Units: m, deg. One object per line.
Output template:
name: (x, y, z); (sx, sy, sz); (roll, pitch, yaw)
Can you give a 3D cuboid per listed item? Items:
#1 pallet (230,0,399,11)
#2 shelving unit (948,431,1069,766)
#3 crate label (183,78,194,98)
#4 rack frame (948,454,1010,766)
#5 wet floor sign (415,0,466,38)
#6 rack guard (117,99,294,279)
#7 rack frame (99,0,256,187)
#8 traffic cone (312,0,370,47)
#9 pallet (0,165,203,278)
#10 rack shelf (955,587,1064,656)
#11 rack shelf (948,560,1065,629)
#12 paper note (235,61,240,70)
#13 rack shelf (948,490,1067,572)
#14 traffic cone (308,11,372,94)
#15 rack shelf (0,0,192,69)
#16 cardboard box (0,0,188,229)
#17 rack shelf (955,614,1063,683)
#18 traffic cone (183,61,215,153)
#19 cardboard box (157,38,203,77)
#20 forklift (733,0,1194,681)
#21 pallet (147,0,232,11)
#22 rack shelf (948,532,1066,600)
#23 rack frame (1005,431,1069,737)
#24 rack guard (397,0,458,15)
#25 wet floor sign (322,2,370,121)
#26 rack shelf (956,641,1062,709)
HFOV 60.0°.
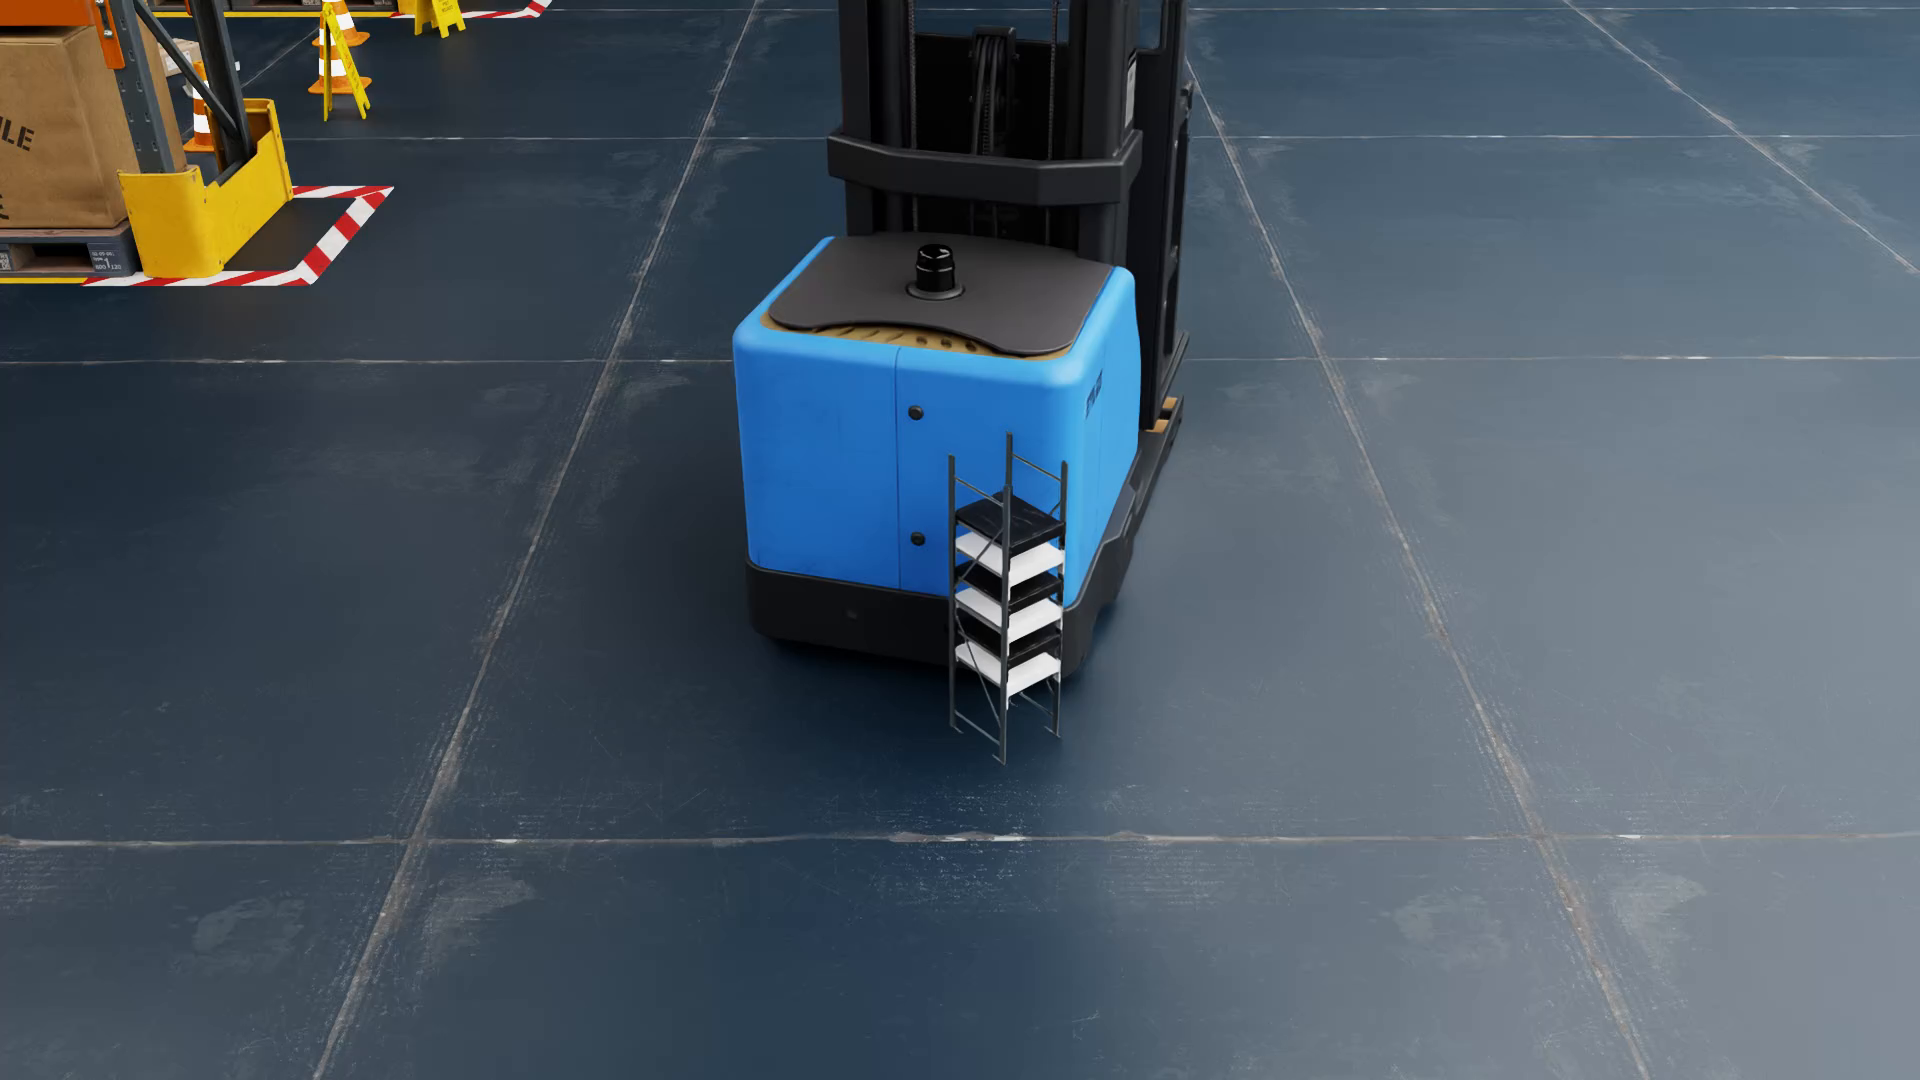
pallet: (-4.704, -4.198, 12.465); (1.213, 0.211, 1.003); (0, 31, 0)
shelving unit: (0.127, 0.171, 4.600); (0.210, 0.900, 0.258); (-24, 38, -33)
crate label: (-4.676, -2.871, 10.349); (0.298, 0.136, 0.250); (-17, 35, -26)
rack frame: (0.049, 0.205, 4.545); (0.006, 0.900, 0.240); (-24, 38, -33)
wet floor sign: (-3.619, -3.813, 11.413); (0.232, 0.644, 0.267); (10, 33, 17)
rack guard: (-3.660, -1.738, 8.133); (0.348, 0.500, 1.175); (0, 31, 0)
rack frame: (-3.684, -2.807, 7.485); (0.127, 3.000, 1.000); (0, 31, 0)
traffic cone: (-4.237, -3.619, 11.269); (0.334, 0.463, 0.336); (0, 31, 0)
pallet: (-4.483, -1.572, 8.137); (1.213, 0.211, 1.003); (0, 31, 0)
rack shelf: (0.127, 0.199, 4.618); (0.200, 0.077, 0.258); (-24, 38, -33)
rack shelf: (0.127, 0.123, 4.571); (0.200, 0.077, 0.258); (-24, 38, -33)
paper note: (-4.748, -3.069, 10.780); (0.142, 0.019, 0.148); (-11, 33, -17)
rack shelf: (0.127, -0.031, 4.478); (0.200, 0.077, 0.258); (-24, 38, -33)
traffic cone: (-3.891, -3.045, 10.322); (0.334, 0.463, 0.336); (0, 31, 0)
rack shelf: (-5.684, -2.493, 7.661); (4.000, 0.370, 1.077); (0, 31, 0)
cardboard box: (-4.362, -2.042, 7.867); (0.875, 0.875, 0.875); (0, 31, 0)
rack shelf: (0.127, 0.276, 4.664); (0.200, 0.077, 0.258); (-24, 38, -33)
traffic cone: (-4.224, -2.457, 9.354); (0.334, 0.463, 0.336); (0, 31, 0)
cardboard box: (-5.113, -3.104, 10.722); (0.250, 0.149, 0.380); (16, 35, 25)
forklift: (0.234, -1.589, 5.544); (1.130, 2.935, 3.031); (8, 32, 13)
pallet: (-5.921, -4.195, 12.461); (1.213, 0.211, 1.003); (0, 31, 0)
rack shelf: (0.127, 0.046, 4.524); (0.200, 0.077, 0.258); (-24, 38, -33)
rack frame: (0.205, 0.137, 4.656); (0.006, 0.900, 0.240); (-24, 38, -33)
rack guard: (-3.891, -4.305, 12.364); (0.348, 0.500, 1.175); (0, 31, 0)
wet floor sign: (-3.667, -2.828, 9.788); (0.232, 0.644, 0.267); (-5, 32, -9)
rack shelf: (0.127, 0.353, 4.711); (0.200, 0.077, 0.258); (-24, 38, -33)
